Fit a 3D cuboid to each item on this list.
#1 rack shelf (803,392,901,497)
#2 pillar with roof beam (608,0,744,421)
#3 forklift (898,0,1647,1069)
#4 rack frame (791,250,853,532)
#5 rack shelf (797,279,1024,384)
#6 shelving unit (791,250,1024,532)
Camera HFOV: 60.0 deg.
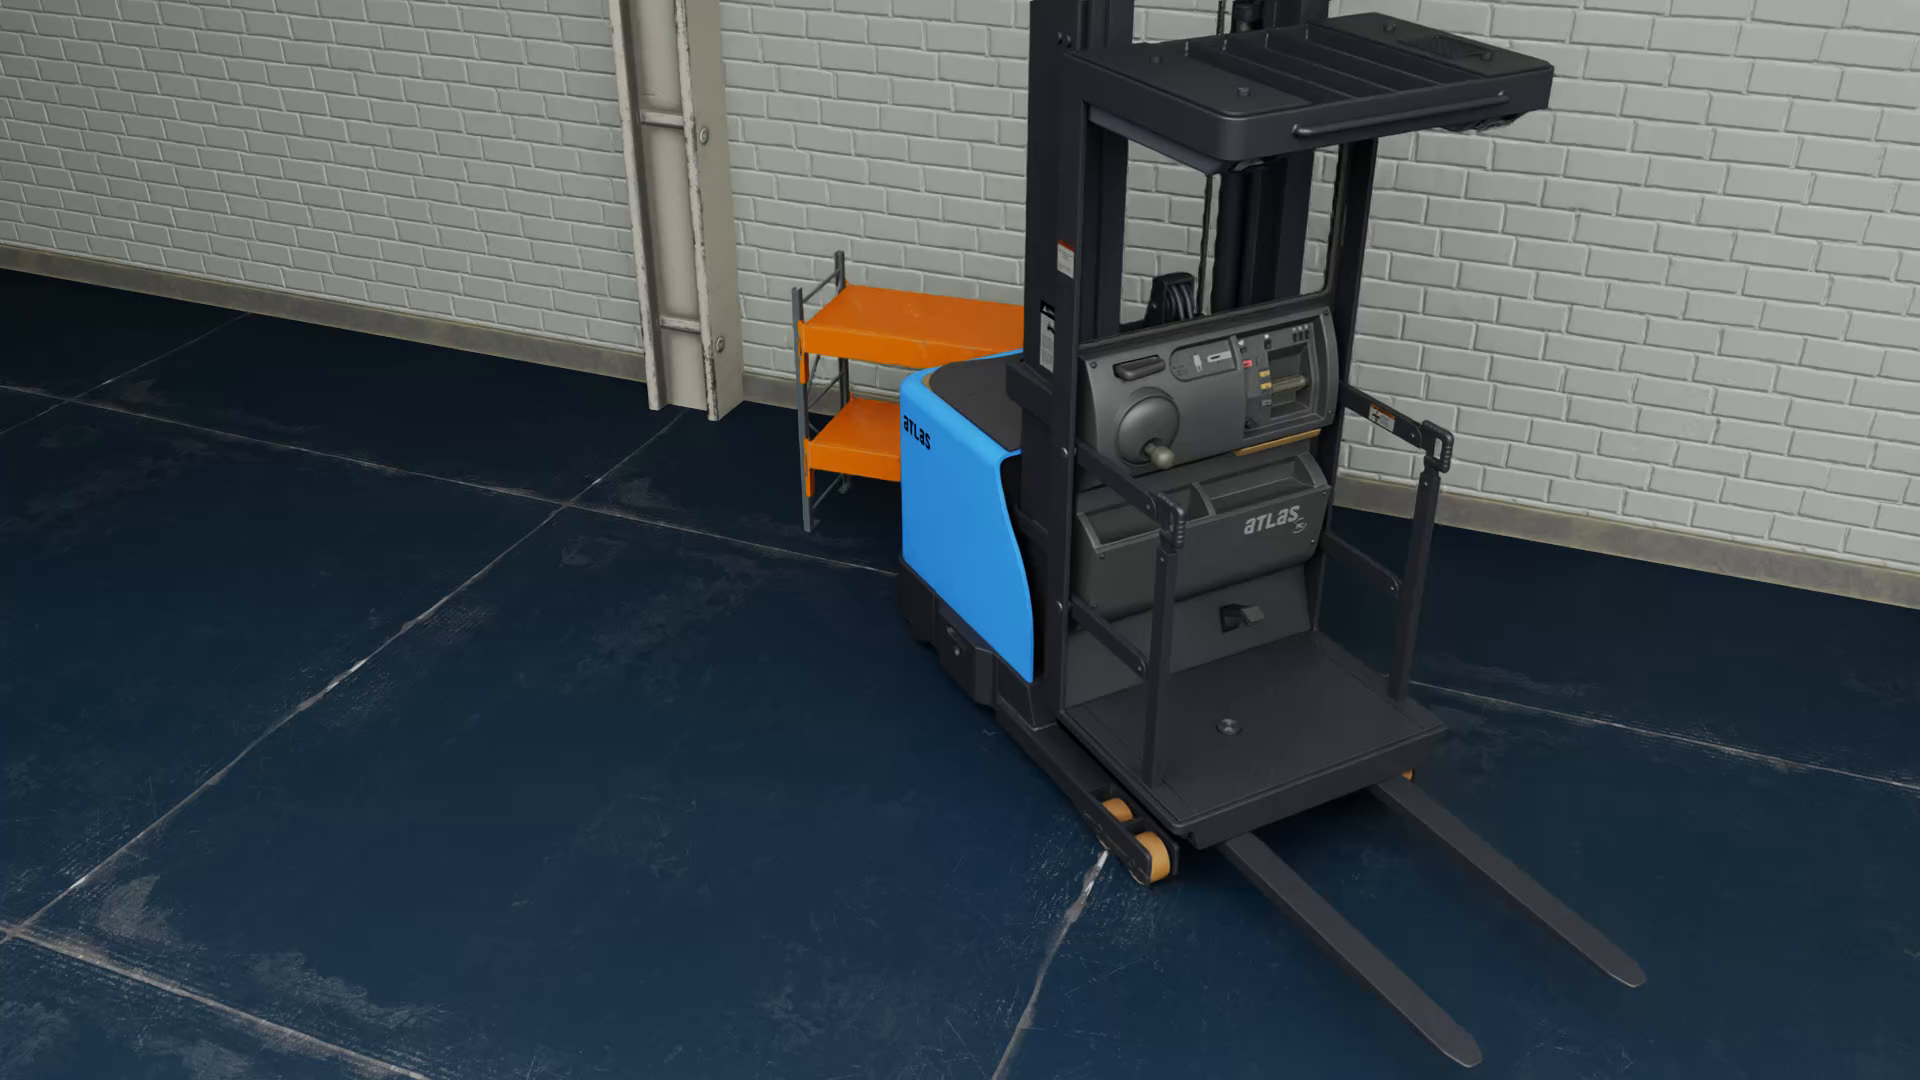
[{"bbox_3d":[-0.112,-0.349,7.222,1.000,0.278,0.538,10,31,16],"label":"rack shelf"},{"bbox_3d":[-2.956,-2.654,2.800,0.400,9.000,9.100,11,31,19],"label":"pillar with roof beam"},{"bbox_3d":[0.902,-0.433,5.038,1.130,2.935,3.031,-15,33,-24],"label":"forklift"},{"bbox_3d":[-0.593,-0.643,7.244,0.032,1.125,0.500,10,31,16],"label":"rack frame"},{"bbox_3d":[-0.112,-0.817,6.957,1.000,0.278,0.538,10,31,16],"label":"rack shelf"},{"bbox_3d":[-0.112,-0.562,7.102,1.048,1.125,0.538,10,31,16],"label":"shelving unit"}]
